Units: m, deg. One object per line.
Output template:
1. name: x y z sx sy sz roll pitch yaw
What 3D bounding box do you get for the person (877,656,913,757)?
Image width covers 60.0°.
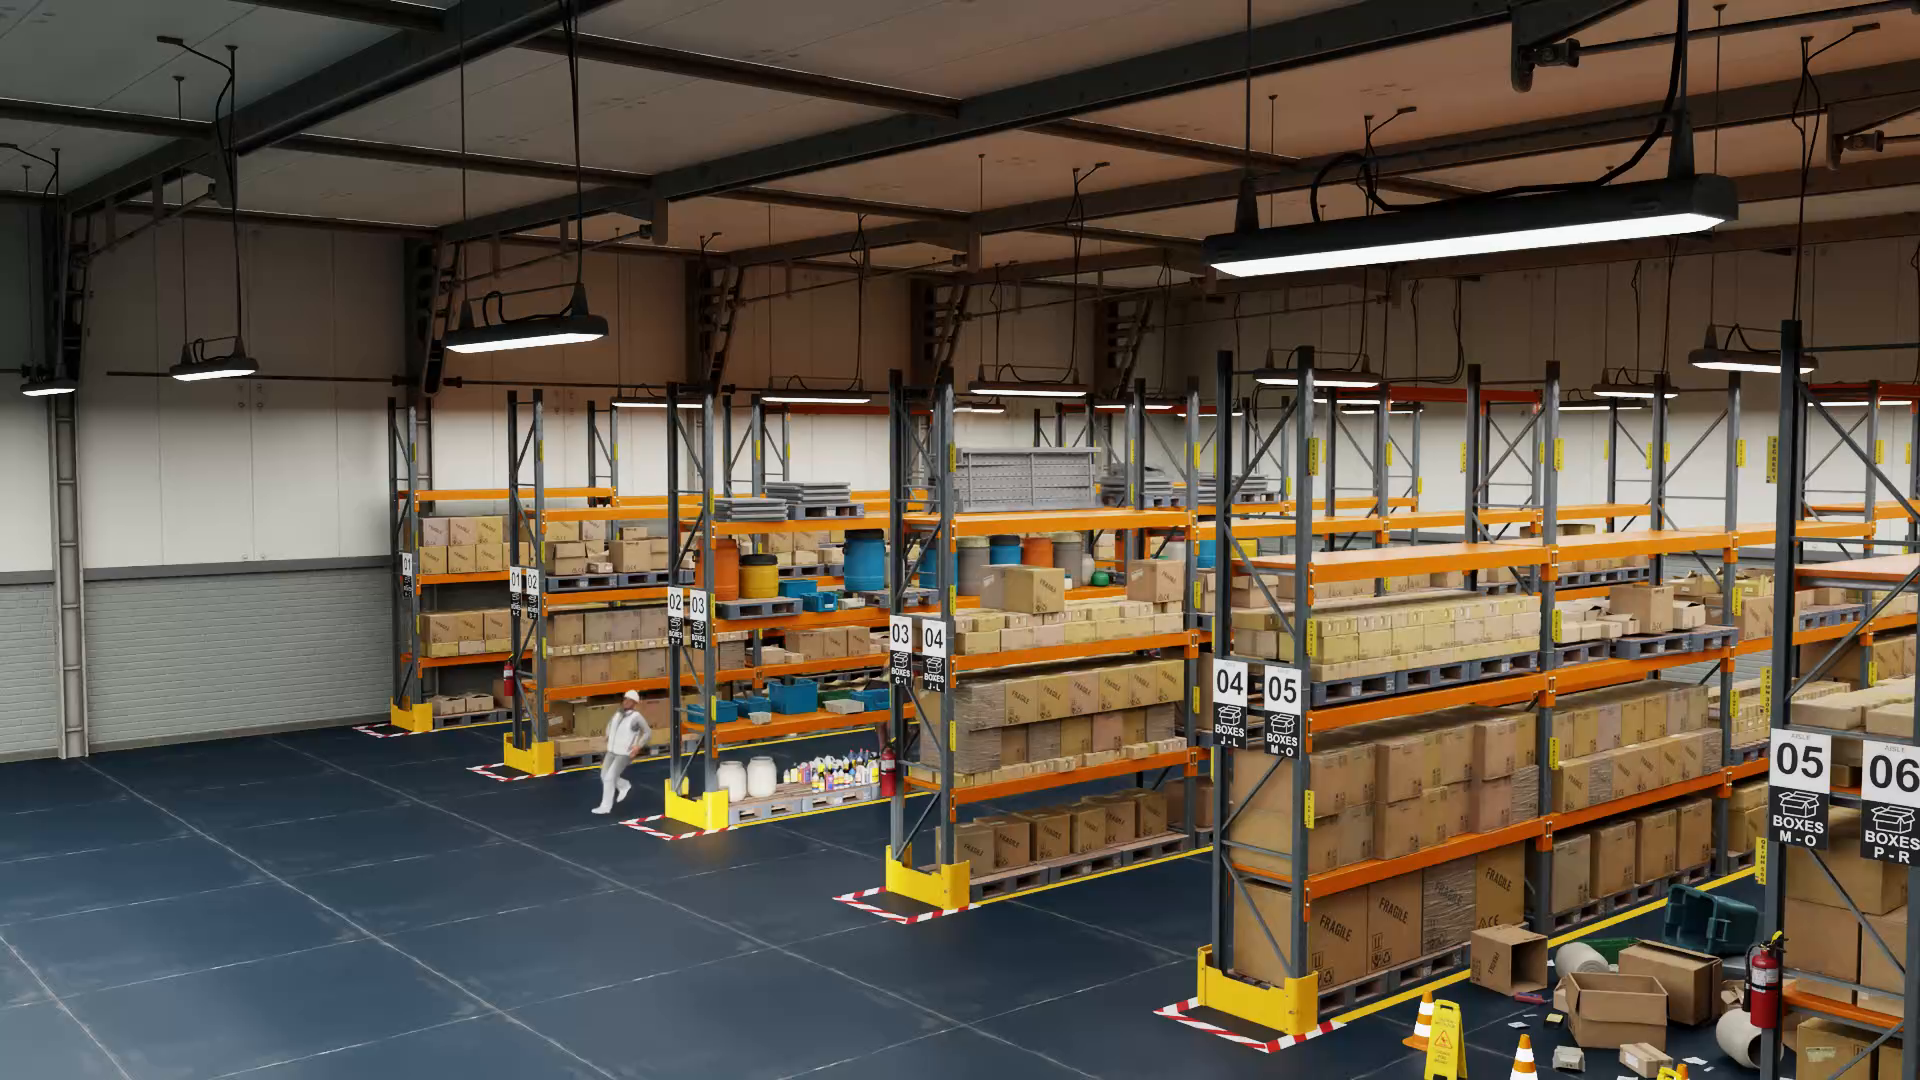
1. person: -1.086 2.720 27.170 0.802 1.656 0.572 -3 4 -37

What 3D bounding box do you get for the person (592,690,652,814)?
1. person: -4.746 2.961 23.209 0.735 1.710 0.781 3 4 37
